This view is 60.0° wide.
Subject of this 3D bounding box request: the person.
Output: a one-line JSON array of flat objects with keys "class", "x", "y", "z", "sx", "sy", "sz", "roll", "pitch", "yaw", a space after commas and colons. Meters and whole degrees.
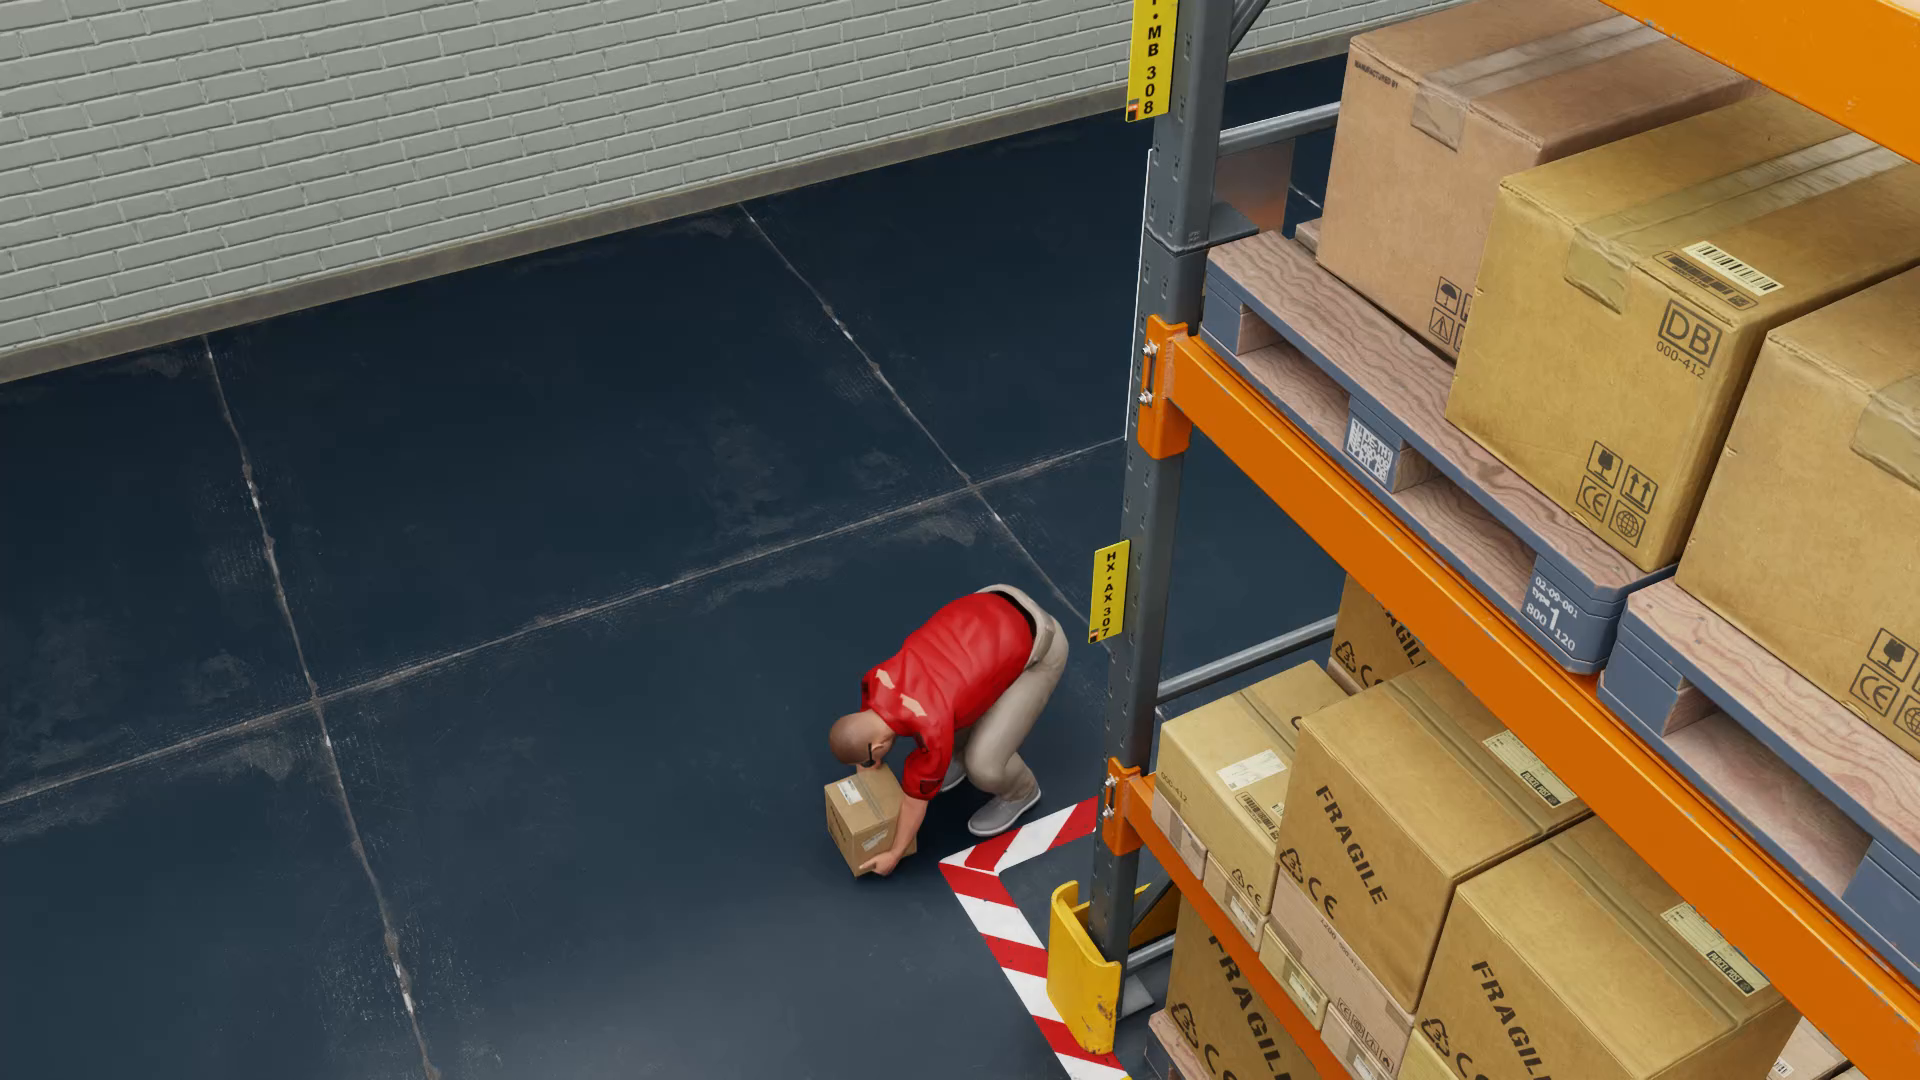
[{"class": "person", "x": -0.047, "y": 0.687, "z": 6.008, "sx": 0.955, "sy": 0.907, "sz": 0.533, "roll": -26, "pitch": 47, "yaw": -27}]
